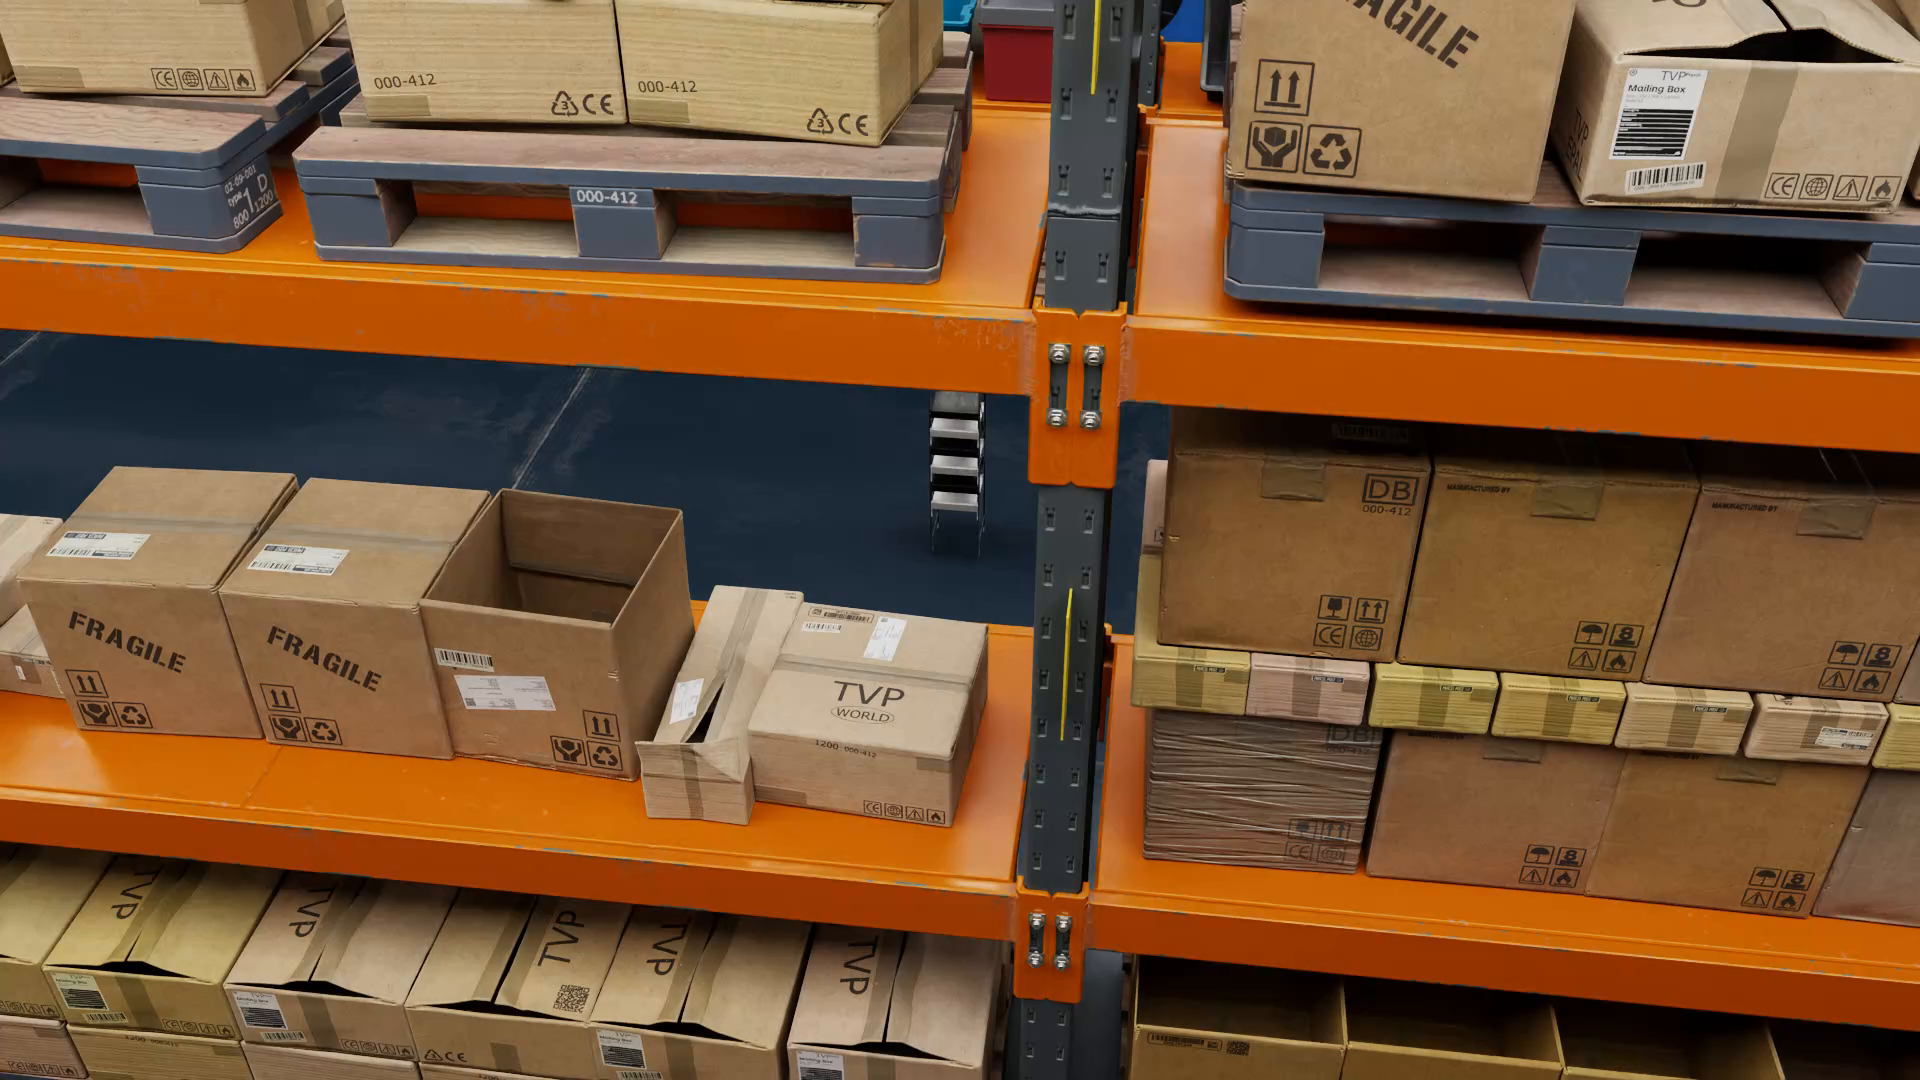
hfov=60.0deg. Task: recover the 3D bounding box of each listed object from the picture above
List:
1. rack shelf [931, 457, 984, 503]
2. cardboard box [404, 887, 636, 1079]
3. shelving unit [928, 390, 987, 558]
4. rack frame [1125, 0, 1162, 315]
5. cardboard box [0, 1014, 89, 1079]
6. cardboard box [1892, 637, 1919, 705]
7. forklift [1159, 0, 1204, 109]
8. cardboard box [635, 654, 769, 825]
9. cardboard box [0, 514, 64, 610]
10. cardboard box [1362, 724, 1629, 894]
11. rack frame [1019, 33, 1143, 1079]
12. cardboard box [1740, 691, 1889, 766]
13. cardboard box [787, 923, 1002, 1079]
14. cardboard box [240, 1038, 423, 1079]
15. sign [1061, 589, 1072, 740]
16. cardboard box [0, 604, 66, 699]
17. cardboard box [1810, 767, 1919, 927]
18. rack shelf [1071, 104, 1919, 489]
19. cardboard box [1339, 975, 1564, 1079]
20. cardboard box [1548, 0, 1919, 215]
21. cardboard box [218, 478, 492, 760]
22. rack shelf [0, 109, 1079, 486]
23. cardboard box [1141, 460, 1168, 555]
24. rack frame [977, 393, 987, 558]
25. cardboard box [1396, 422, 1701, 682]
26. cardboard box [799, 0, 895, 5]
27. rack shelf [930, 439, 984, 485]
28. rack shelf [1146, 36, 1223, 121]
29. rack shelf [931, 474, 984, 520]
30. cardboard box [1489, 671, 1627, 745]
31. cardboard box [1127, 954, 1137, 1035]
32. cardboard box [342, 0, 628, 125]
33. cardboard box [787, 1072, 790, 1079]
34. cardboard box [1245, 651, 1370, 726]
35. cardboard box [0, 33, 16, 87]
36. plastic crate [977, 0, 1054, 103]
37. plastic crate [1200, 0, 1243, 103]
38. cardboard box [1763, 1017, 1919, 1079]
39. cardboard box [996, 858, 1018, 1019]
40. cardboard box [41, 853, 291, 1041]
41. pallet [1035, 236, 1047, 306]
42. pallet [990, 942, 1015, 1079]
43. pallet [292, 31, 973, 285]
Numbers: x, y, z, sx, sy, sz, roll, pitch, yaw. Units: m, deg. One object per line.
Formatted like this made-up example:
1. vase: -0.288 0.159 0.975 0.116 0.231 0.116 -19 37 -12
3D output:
1. rack shelf: -0.008 -0.267 7.061 0.200 0.077 0.258 4 36 6
2. cardboard box: -1.174 1.163 4.562 0.500 0.311 0.500 4 36 6
3. shelving unit: -0.008 -0.367 6.989 0.210 0.900 0.258 4 36 6
4. rack frame: 0.911 -2.473 8.133 0.127 3.000 1.000 4 36 6
5. cardboard box: -2.711 1.277 4.883 0.500 0.250 0.500 3 36 5
6. cardboard box: 2.210 -0.048 3.532 0.500 0.500 0.700 4 36 6
7. forklift: 1.076 -4.149 10.540 3.031 2.935 1.130 22 41 27
8. cardboard box: -0.619 0.476 4.117 0.258 0.266 0.396 3 36 5
9. cardboard box: -2.764 0.094 4.752 0.250 0.149 0.380 4 36 6
10. cardboard box: 1.241 0.404 4.015 0.500 0.500 0.700 4 36 5
11. rack frame: 0.276 0.380 4.135 0.127 3.000 1.000 4 36 6
12. cardboard box: 1.797 0.300 3.603 0.250 0.149 0.380 3 36 5
13. cardboard box: -0.162 1.236 4.459 0.500 0.311 0.500 4 36 6
14. cardboard box: -1.686 1.351 4.781 0.500 0.250 0.500 5 36 7
15. sign: 0.217 0.255 3.382 0.005 0.325 0.100 4 36 6
16. cardboard box: -2.419 0.249 4.536 0.250 0.149 0.380 7 36 9
17. cardboard box: 2.246 0.481 3.908 0.500 0.500 0.700 5 36 7
18. rack shelf: 2.260 -0.400 3.265 4.000 0.370 1.077 4 36 6
19. cardboard box: 1.193 1.271 4.247 0.500 0.500 0.500 4 36 6
20. cardboard box: 1.278 -0.803 2.806 0.500 0.311 0.500 2 36 3
21. cardboard box: -1.503 0.198 4.305 0.500 0.500 0.500 4 36 6
22. rack shelf: -1.708 -0.696 3.680 4.000 0.370 1.077 4 36 6
23. cardboard box: 0.573 -0.028 4.062 0.250 0.149 0.380 4 36 6
24. rack frame: 0.093 -0.359 6.979 0.006 0.900 0.240 4 36 6
25. cardboard box: 1.218 -0.122 3.637 0.500 0.500 0.700 4 36 6
26. cardboard box: -0.331 -1.324 3.063 0.500 0.500 0.500 5 36 7
27. rack shelf: -0.008 -0.340 7.009 0.200 0.077 0.258 4 36 6
28. rack shelf: 2.894 -2.033 8.135 4.000 0.370 1.077 4 36 6
29. rack shelf: -0.008 -0.193 7.113 0.200 0.077 0.258 4 36 6
30. cardboard box: 1.283 0.262 3.656 0.250 0.149 0.380 4 36 6
31. cardboard box: 0.764 1.237 4.940 0.500 0.250 0.500 4 36 6
32. cardboard box: -0.879 -1.041 3.311 0.500 0.250 0.500 1 36 1
33. cardboard box: -0.674 1.427 4.674 0.500 0.250 0.500 4 36 5
34. cardboard box: 0.767 0.226 3.707 0.250 0.149 0.380 5 36 7
35. cardboard box: -2.146 -1.168 3.490 0.500 0.250 0.500 4 36 5
36. plastic crate: 0.391 -2.359 7.918 0.583 0.464 0.402 4 36 6
37. plastic crate: 1.414 -2.336 7.994 0.504 0.338 0.767 4 36 6
38. cardboard box: 2.184 1.348 4.139 0.500 0.500 0.500 4 36 6
39. cardboard box: -0.092 1.156 5.053 0.500 0.250 0.500 3 36 5
40. cardboard box: -2.182 1.086 4.670 0.500 0.311 0.500 3 36 5
41. pallet: 0.127 -1.374 8.994 1.213 0.211 1.003 4 36 6
42. pallet: -0.460 1.483 4.990 1.213 0.211 1.003 4 36 6
43. pallet: -0.600 -0.820 3.400 1.217 0.209 0.805 3 36 4
